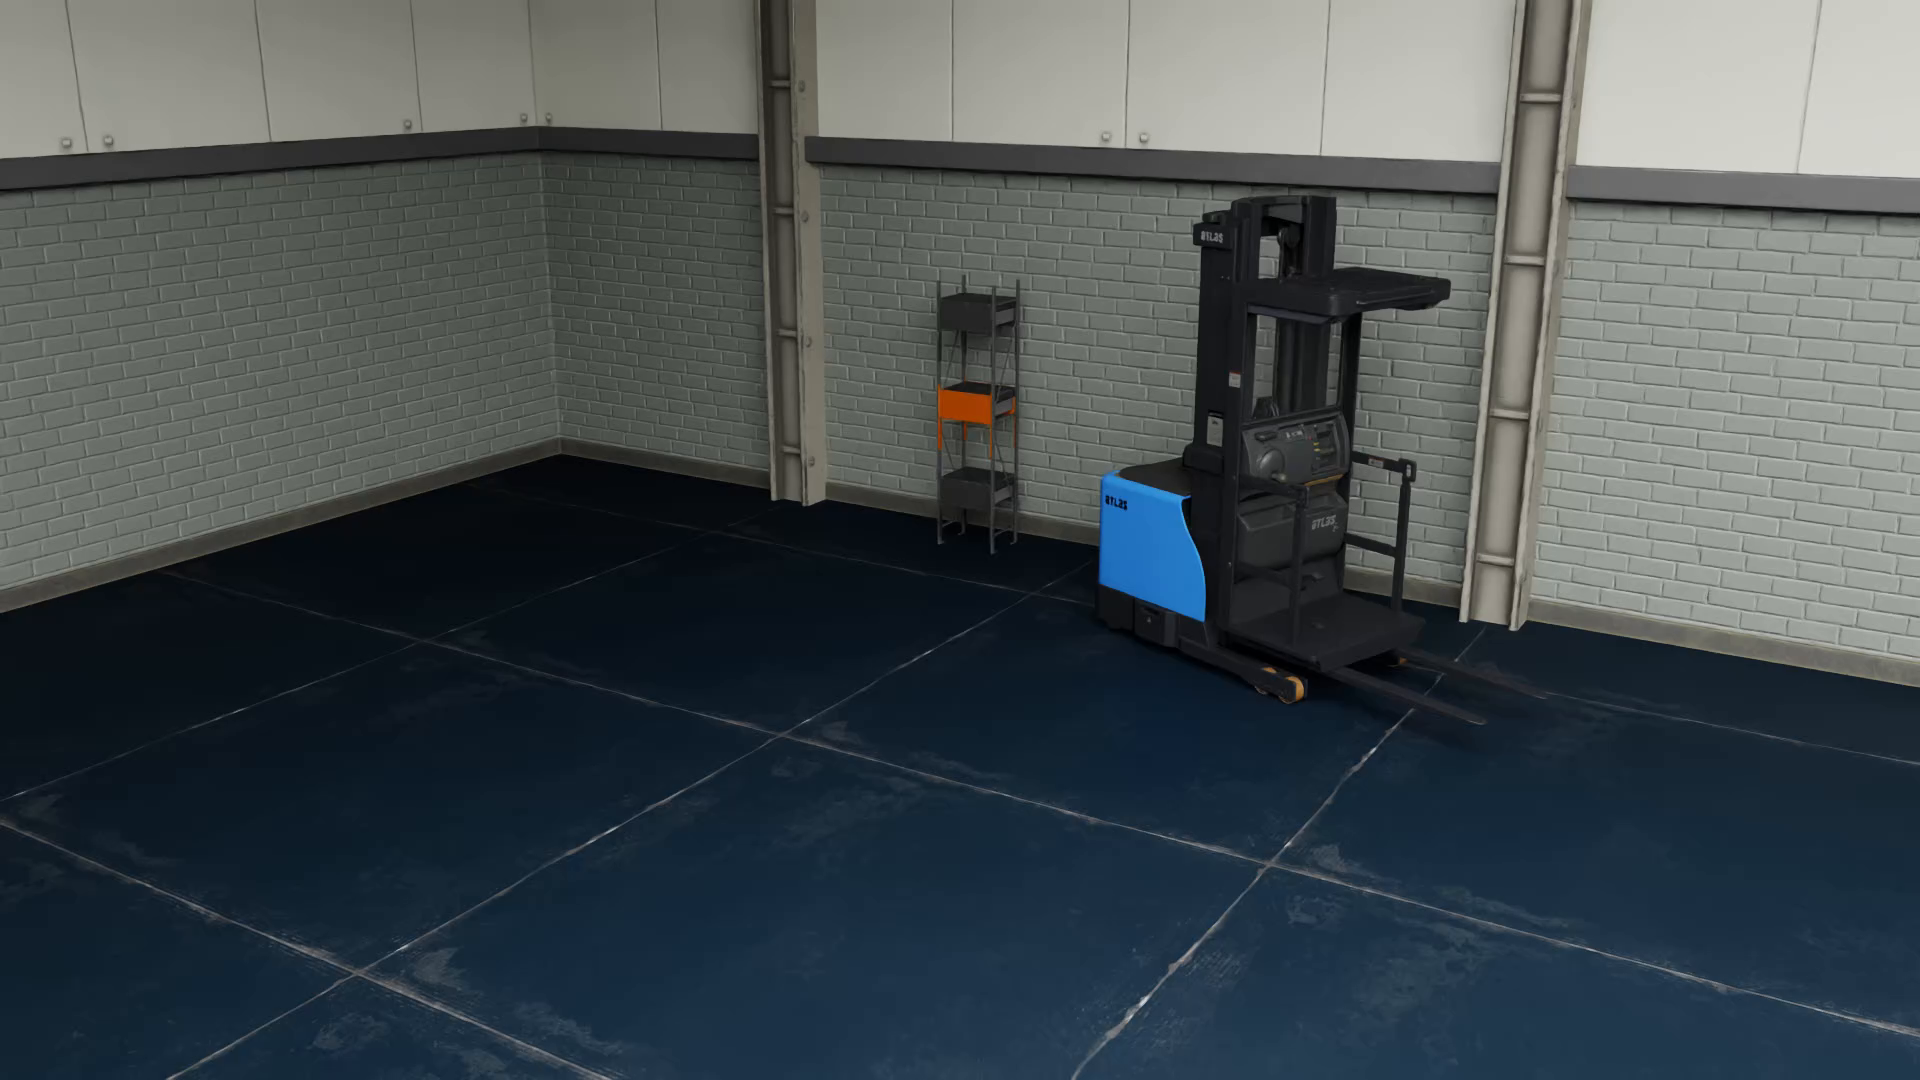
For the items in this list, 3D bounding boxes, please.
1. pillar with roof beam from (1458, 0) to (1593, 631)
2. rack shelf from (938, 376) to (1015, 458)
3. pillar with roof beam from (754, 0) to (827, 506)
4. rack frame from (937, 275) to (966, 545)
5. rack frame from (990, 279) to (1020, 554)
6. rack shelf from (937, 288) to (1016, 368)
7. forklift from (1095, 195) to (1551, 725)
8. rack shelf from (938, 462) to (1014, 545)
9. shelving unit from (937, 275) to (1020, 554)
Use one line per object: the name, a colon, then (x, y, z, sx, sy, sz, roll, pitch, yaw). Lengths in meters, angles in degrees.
pillar with roof beam: (1.452, -2.685, 6.738, 0.400, 9.000, 9.100, 10, 20, 30)
rack shelf: (0.141, -0.966, 12.997, 0.480, 0.518, 0.431, 10, 20, 30)
pillar with roof beam: (-3.661, -3.598, 9.743, 0.400, 9.000, 9.100, 10, 20, 30)
rack frame: (-0.067, -1.017, 13.115, 0.015, 2.100, 0.400, 10, 20, 30)
rack frame: (0.349, -0.942, 12.871, 0.015, 2.100, 0.400, 10, 20, 30)
rack shelf: (0.141, -1.636, 12.794, 0.480, 0.518, 0.431, 10, 20, 30)
forklift: (2.231, -0.570, 10.215, 1.130, 2.935, 3.031, -13, 21, -36)
rack shelf: (0.141, -0.297, 13.201, 0.480, 0.518, 0.431, 10, 20, 30)
shelving unit: (0.141, -0.979, 12.993, 0.503, 2.100, 0.431, 10, 20, 30)
